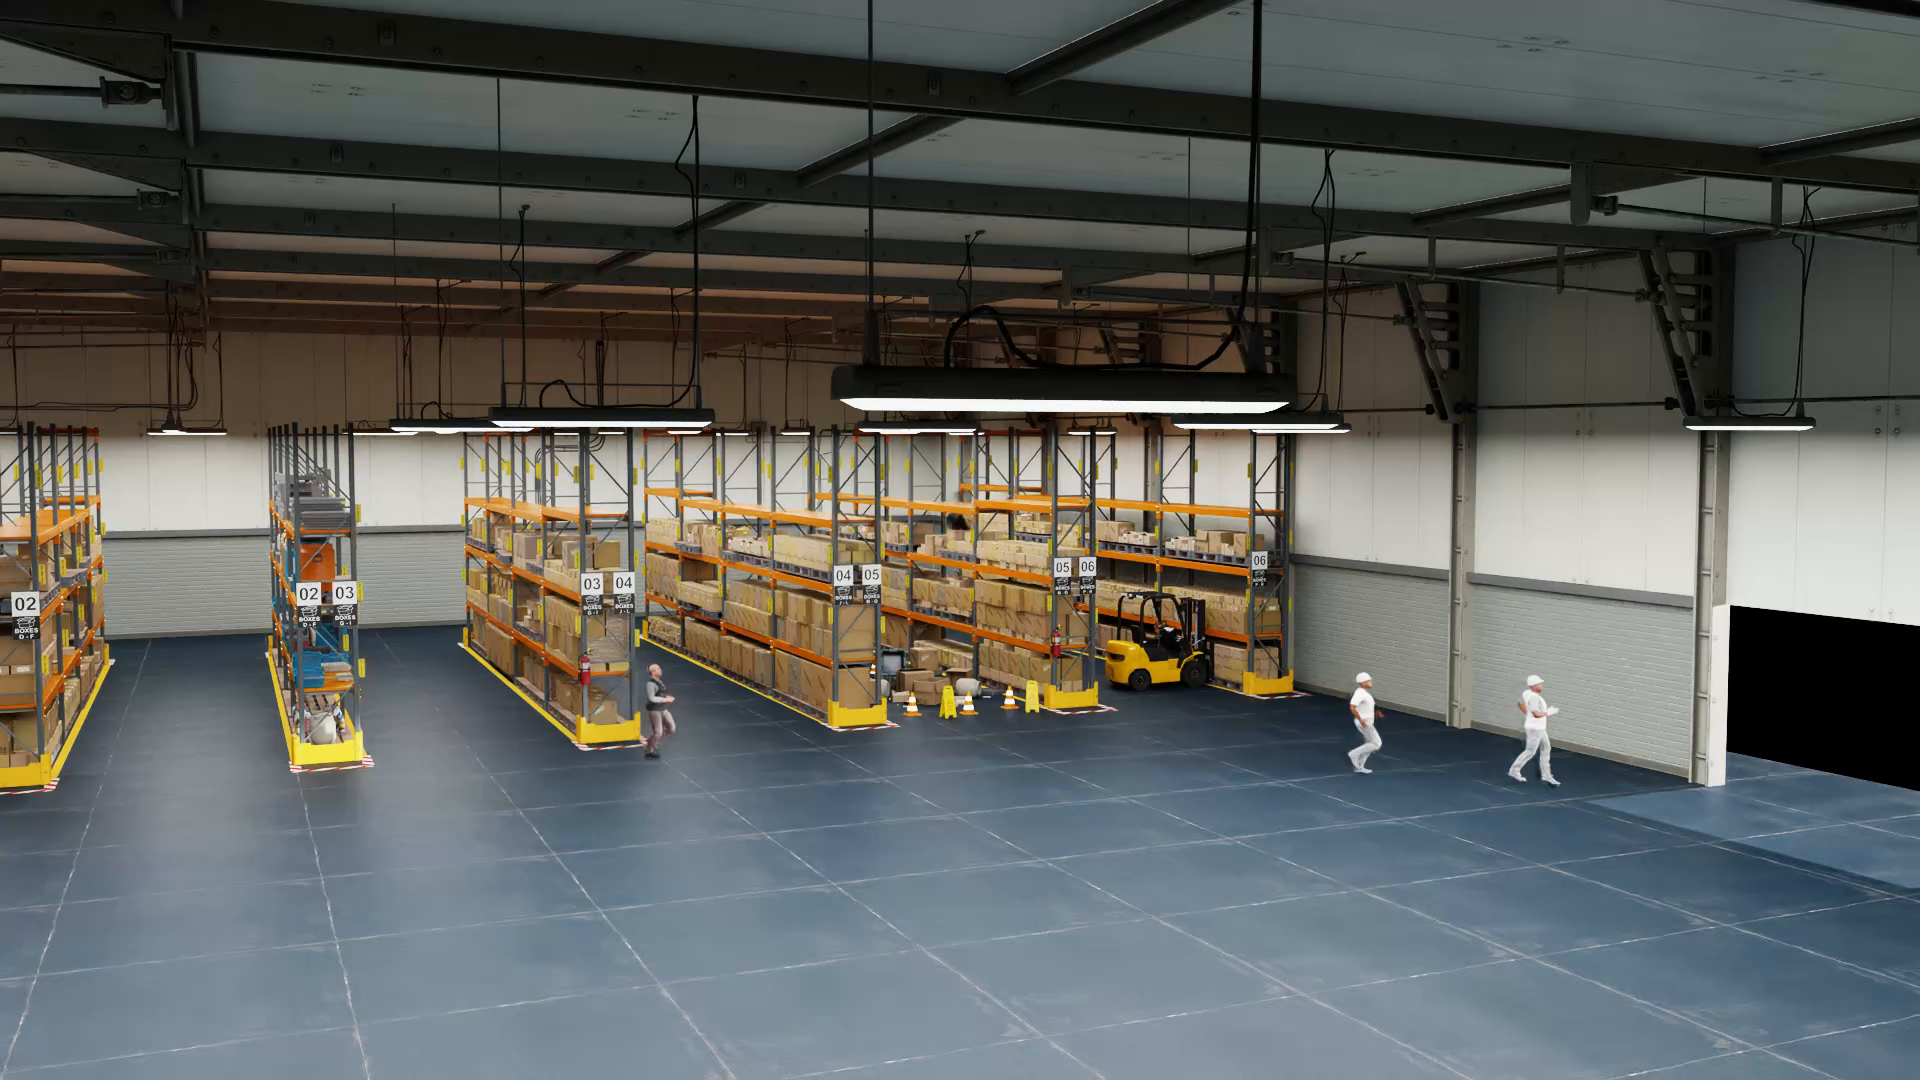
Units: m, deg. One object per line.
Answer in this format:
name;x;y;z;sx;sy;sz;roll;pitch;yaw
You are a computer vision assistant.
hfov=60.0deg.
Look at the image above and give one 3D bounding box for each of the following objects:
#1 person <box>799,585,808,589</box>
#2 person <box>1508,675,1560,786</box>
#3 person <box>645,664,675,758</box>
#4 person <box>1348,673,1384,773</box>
person;-4.732;1.812;51.095;0.513;1.606;0.612;-2;4;-28
person;9.491;3.136;27.408;0.797;1.823;0.664;1;4;20
person;-5.378;3.053;29.744;0.615;1.680;0.655;1;4;16
person;6.937;3.125;28.385;0.576;1.720;0.698;1;4;17
